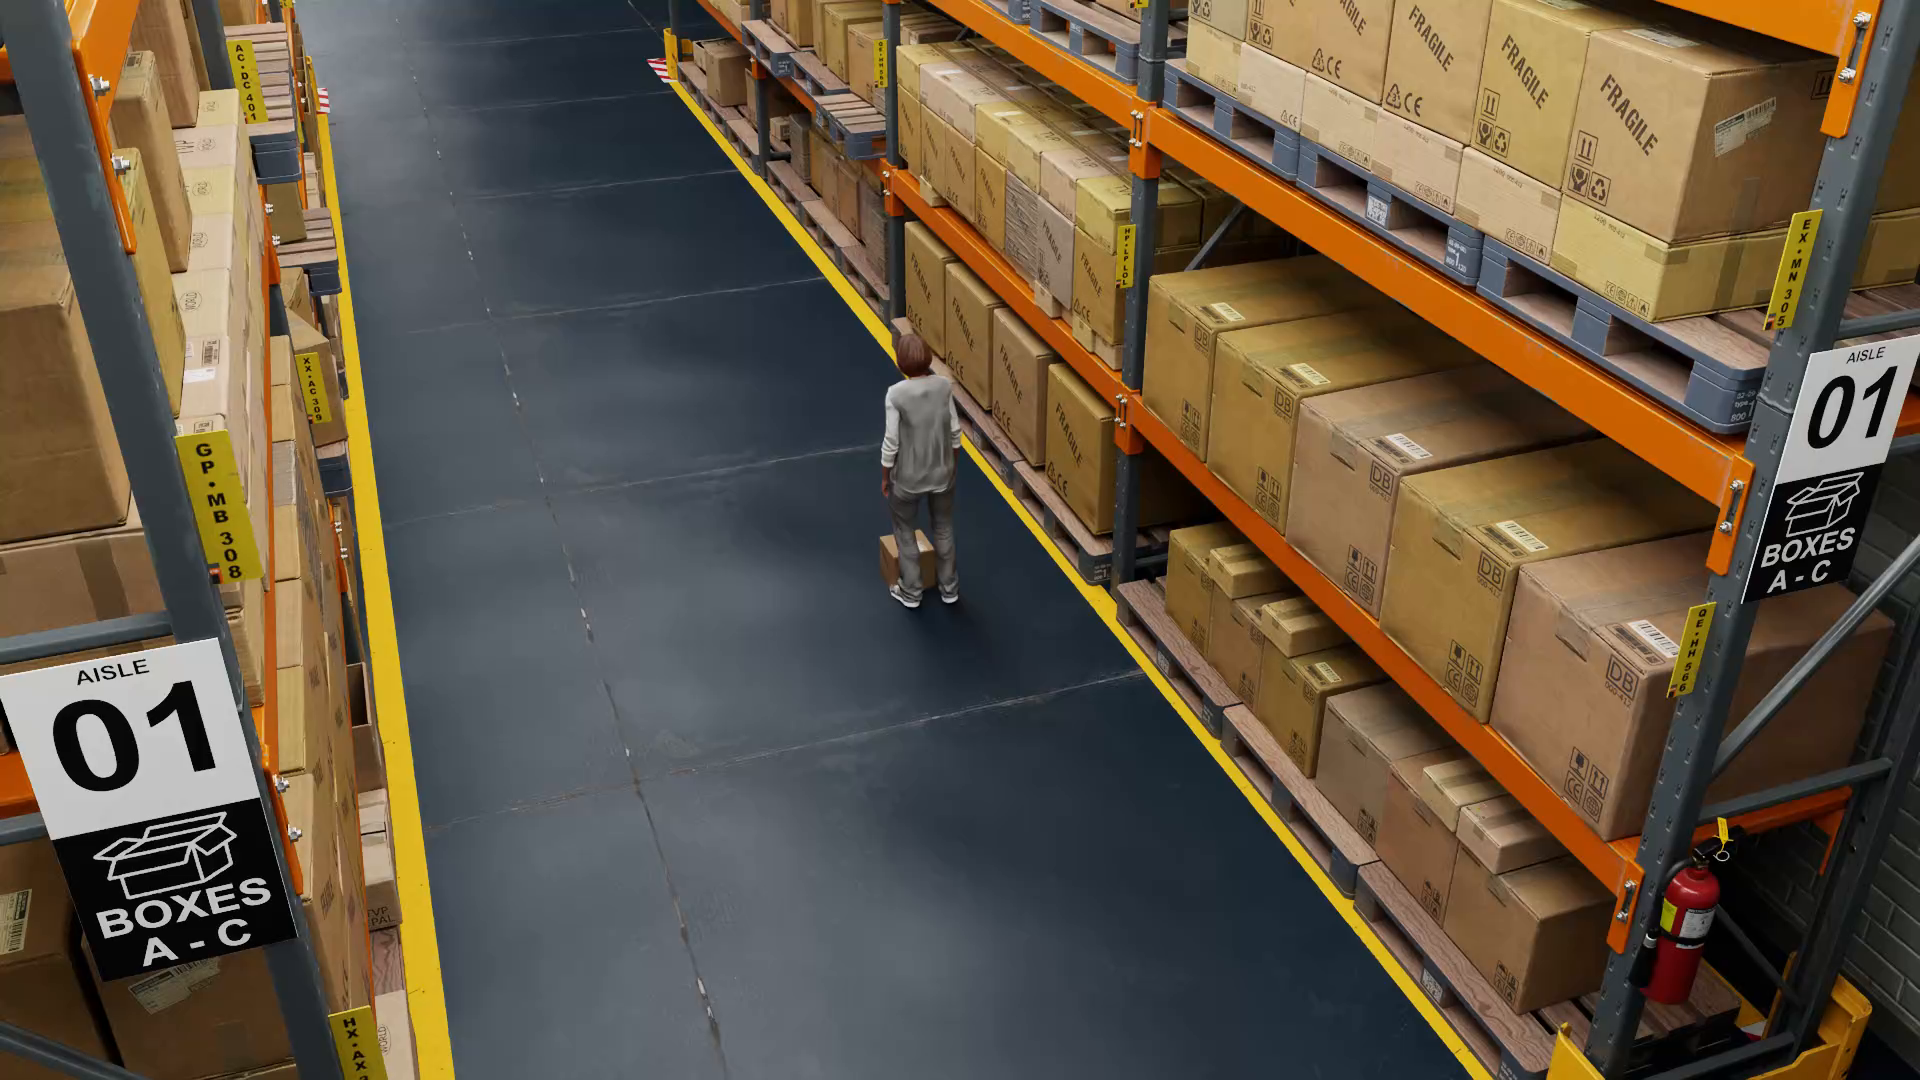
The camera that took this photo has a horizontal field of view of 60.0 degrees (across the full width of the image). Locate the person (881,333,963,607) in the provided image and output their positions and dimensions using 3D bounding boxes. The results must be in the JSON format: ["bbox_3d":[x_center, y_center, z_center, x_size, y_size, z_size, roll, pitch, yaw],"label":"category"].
[{"bbox_3d":[-0.212,-0.350,8.944,0.466,1.592,0.376,-11,32,-19],"label":"person"}]
